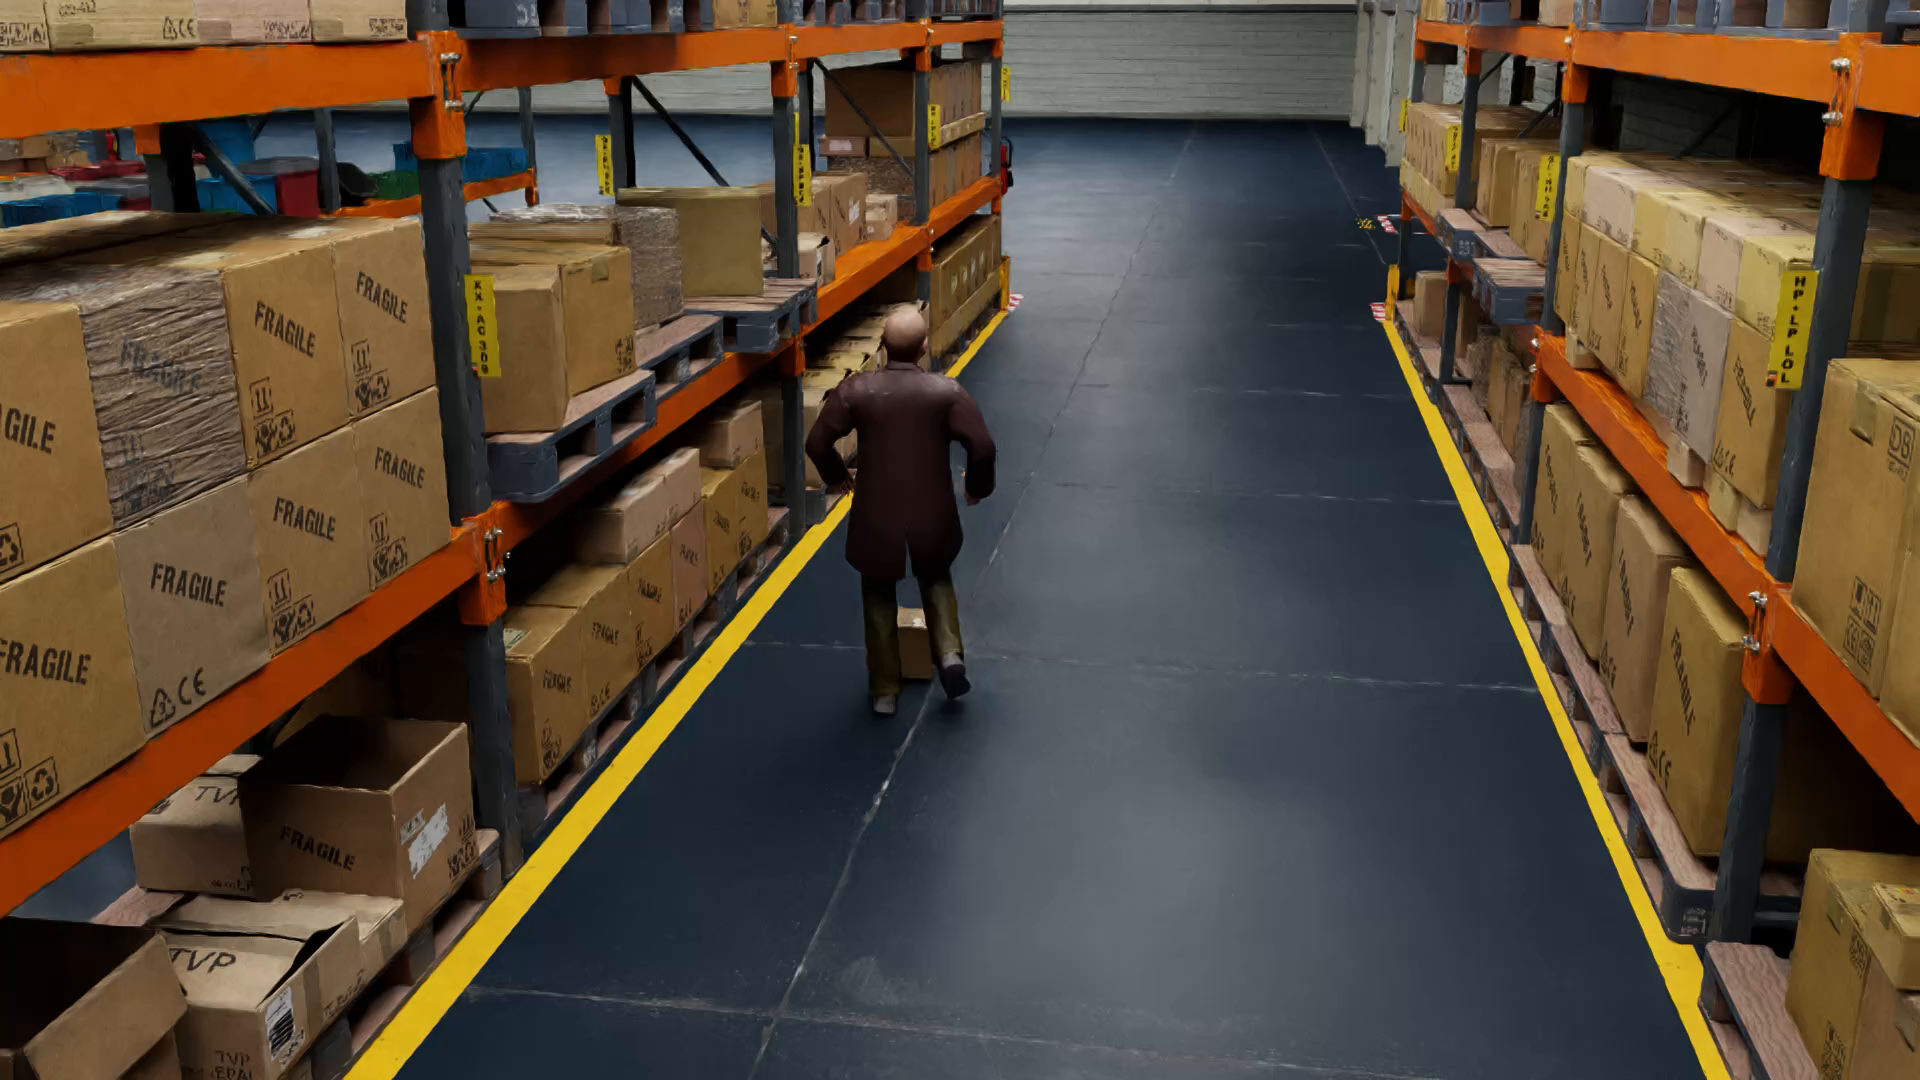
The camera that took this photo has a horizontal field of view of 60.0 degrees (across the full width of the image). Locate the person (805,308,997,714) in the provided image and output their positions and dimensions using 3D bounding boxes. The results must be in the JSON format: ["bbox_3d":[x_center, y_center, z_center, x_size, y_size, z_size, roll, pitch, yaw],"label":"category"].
[{"bbox_3d":[-0.249,-0.116,6.998,0.788,1.749,0.519,-2,18,-5],"label":"person"}]
